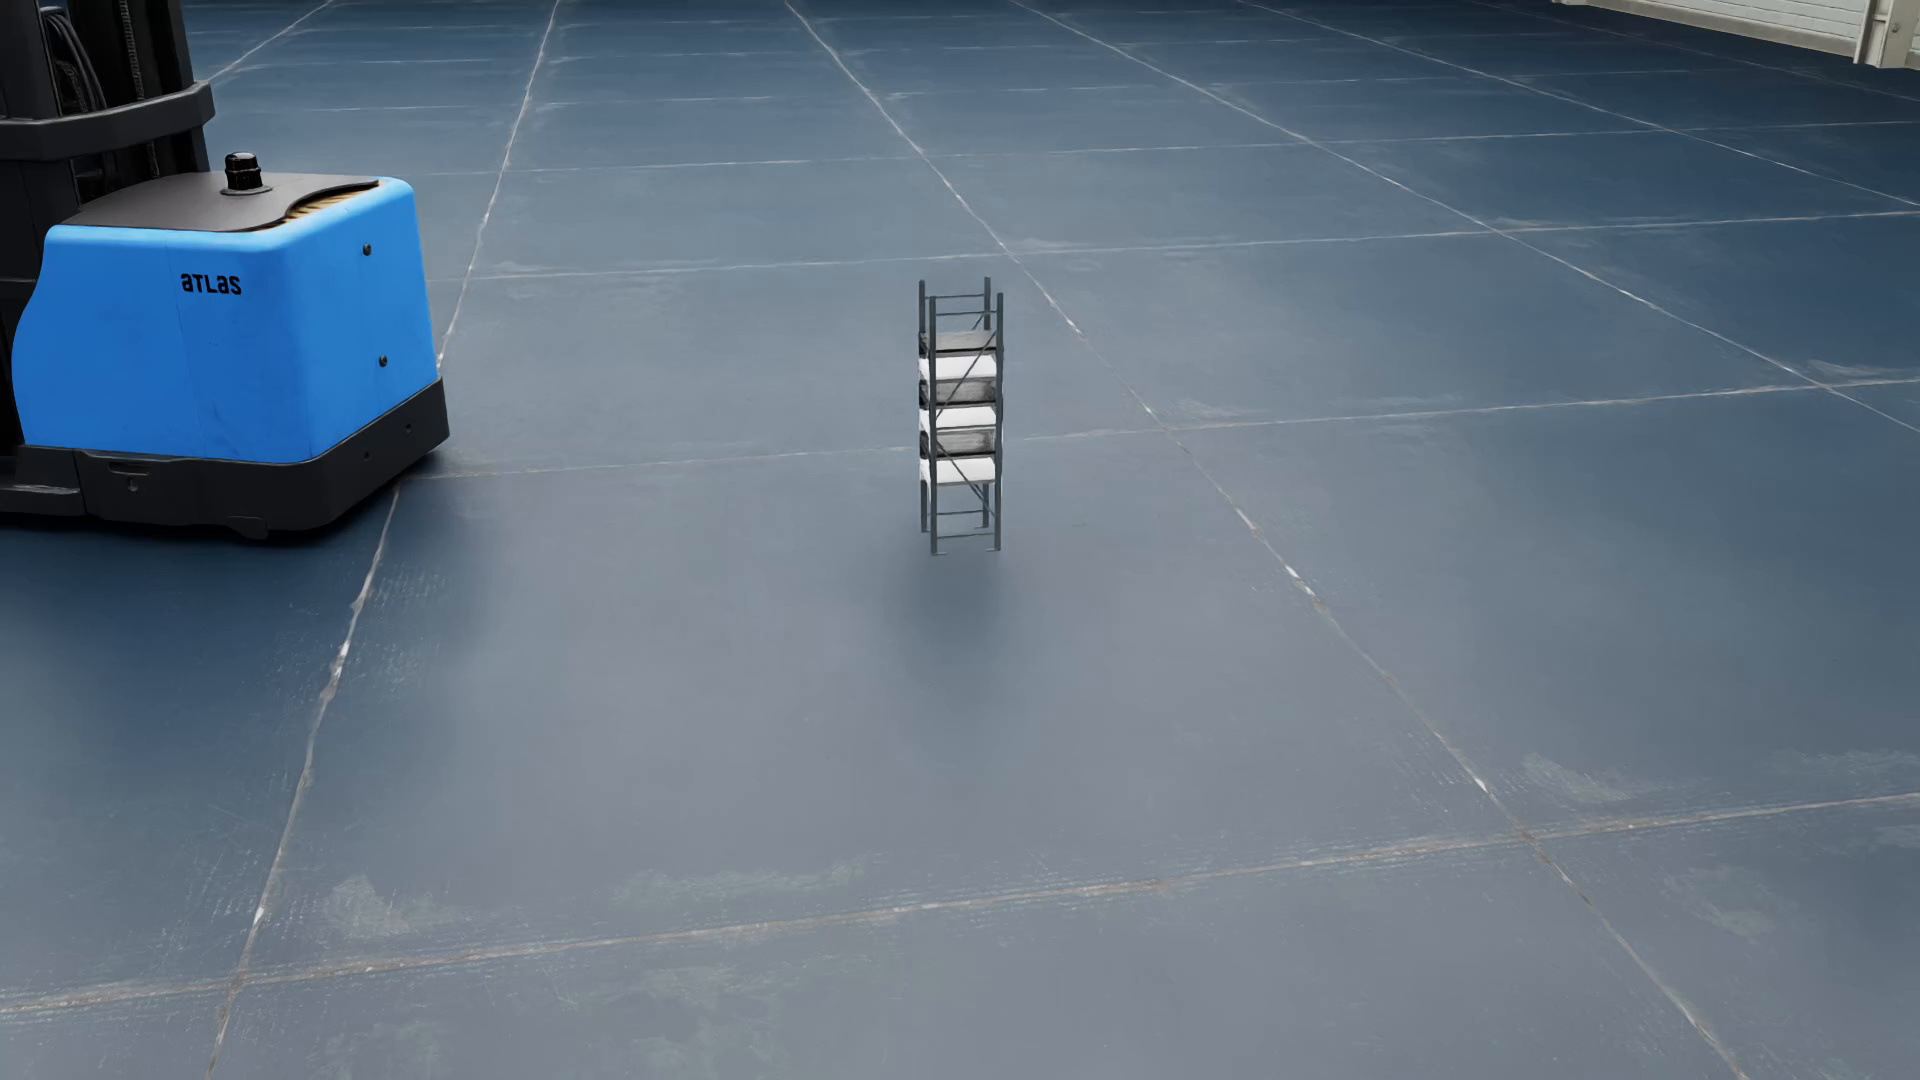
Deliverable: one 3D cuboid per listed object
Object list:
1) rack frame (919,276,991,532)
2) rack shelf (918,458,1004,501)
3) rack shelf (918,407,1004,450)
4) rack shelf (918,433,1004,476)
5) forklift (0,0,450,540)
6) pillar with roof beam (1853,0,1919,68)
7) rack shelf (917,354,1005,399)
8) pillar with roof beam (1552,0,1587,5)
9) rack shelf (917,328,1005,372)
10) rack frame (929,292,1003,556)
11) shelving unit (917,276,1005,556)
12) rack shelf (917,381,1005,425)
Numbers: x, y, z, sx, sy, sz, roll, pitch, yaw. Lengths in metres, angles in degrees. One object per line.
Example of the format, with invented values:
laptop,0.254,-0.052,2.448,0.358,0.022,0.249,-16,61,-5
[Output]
rack frame,-0.017,-0.449,5.654,0.240,0.900,0.006,-4,24,-10
rack shelf,0.001,-0.214,5.648,0.258,0.077,0.200,-4,24,-10
rack shelf,0.001,-0.379,5.576,0.258,0.077,0.200,-4,24,-10
rack shelf,0.001,-0.296,5.612,0.258,0.077,0.200,-4,24,-10
forklift,-3.563,-1.622,5.801,3.031,2.935,1.130,4,24,10
pillar with roof beam,4.955,-8.548,14.079,9.100,9.000,0.400,-4,24,-10
rack shelf,0.001,-0.544,5.504,0.258,0.077,0.200,-4,24,-10
pillar with roof beam,3.846,-10.908,19.482,9.100,9.000,0.400,-4,24,-10
rack shelf,0.001,-0.626,5.468,0.258,0.077,0.200,-4,24,-10
rack frame,0.020,-0.369,5.471,0.240,0.900,0.006,-4,24,-10
shelving unit,0.001,-0.409,5.563,0.258,0.900,0.210,-4,24,-10
rack shelf,0.001,-0.461,5.540,0.258,0.077,0.200,-4,24,-10
